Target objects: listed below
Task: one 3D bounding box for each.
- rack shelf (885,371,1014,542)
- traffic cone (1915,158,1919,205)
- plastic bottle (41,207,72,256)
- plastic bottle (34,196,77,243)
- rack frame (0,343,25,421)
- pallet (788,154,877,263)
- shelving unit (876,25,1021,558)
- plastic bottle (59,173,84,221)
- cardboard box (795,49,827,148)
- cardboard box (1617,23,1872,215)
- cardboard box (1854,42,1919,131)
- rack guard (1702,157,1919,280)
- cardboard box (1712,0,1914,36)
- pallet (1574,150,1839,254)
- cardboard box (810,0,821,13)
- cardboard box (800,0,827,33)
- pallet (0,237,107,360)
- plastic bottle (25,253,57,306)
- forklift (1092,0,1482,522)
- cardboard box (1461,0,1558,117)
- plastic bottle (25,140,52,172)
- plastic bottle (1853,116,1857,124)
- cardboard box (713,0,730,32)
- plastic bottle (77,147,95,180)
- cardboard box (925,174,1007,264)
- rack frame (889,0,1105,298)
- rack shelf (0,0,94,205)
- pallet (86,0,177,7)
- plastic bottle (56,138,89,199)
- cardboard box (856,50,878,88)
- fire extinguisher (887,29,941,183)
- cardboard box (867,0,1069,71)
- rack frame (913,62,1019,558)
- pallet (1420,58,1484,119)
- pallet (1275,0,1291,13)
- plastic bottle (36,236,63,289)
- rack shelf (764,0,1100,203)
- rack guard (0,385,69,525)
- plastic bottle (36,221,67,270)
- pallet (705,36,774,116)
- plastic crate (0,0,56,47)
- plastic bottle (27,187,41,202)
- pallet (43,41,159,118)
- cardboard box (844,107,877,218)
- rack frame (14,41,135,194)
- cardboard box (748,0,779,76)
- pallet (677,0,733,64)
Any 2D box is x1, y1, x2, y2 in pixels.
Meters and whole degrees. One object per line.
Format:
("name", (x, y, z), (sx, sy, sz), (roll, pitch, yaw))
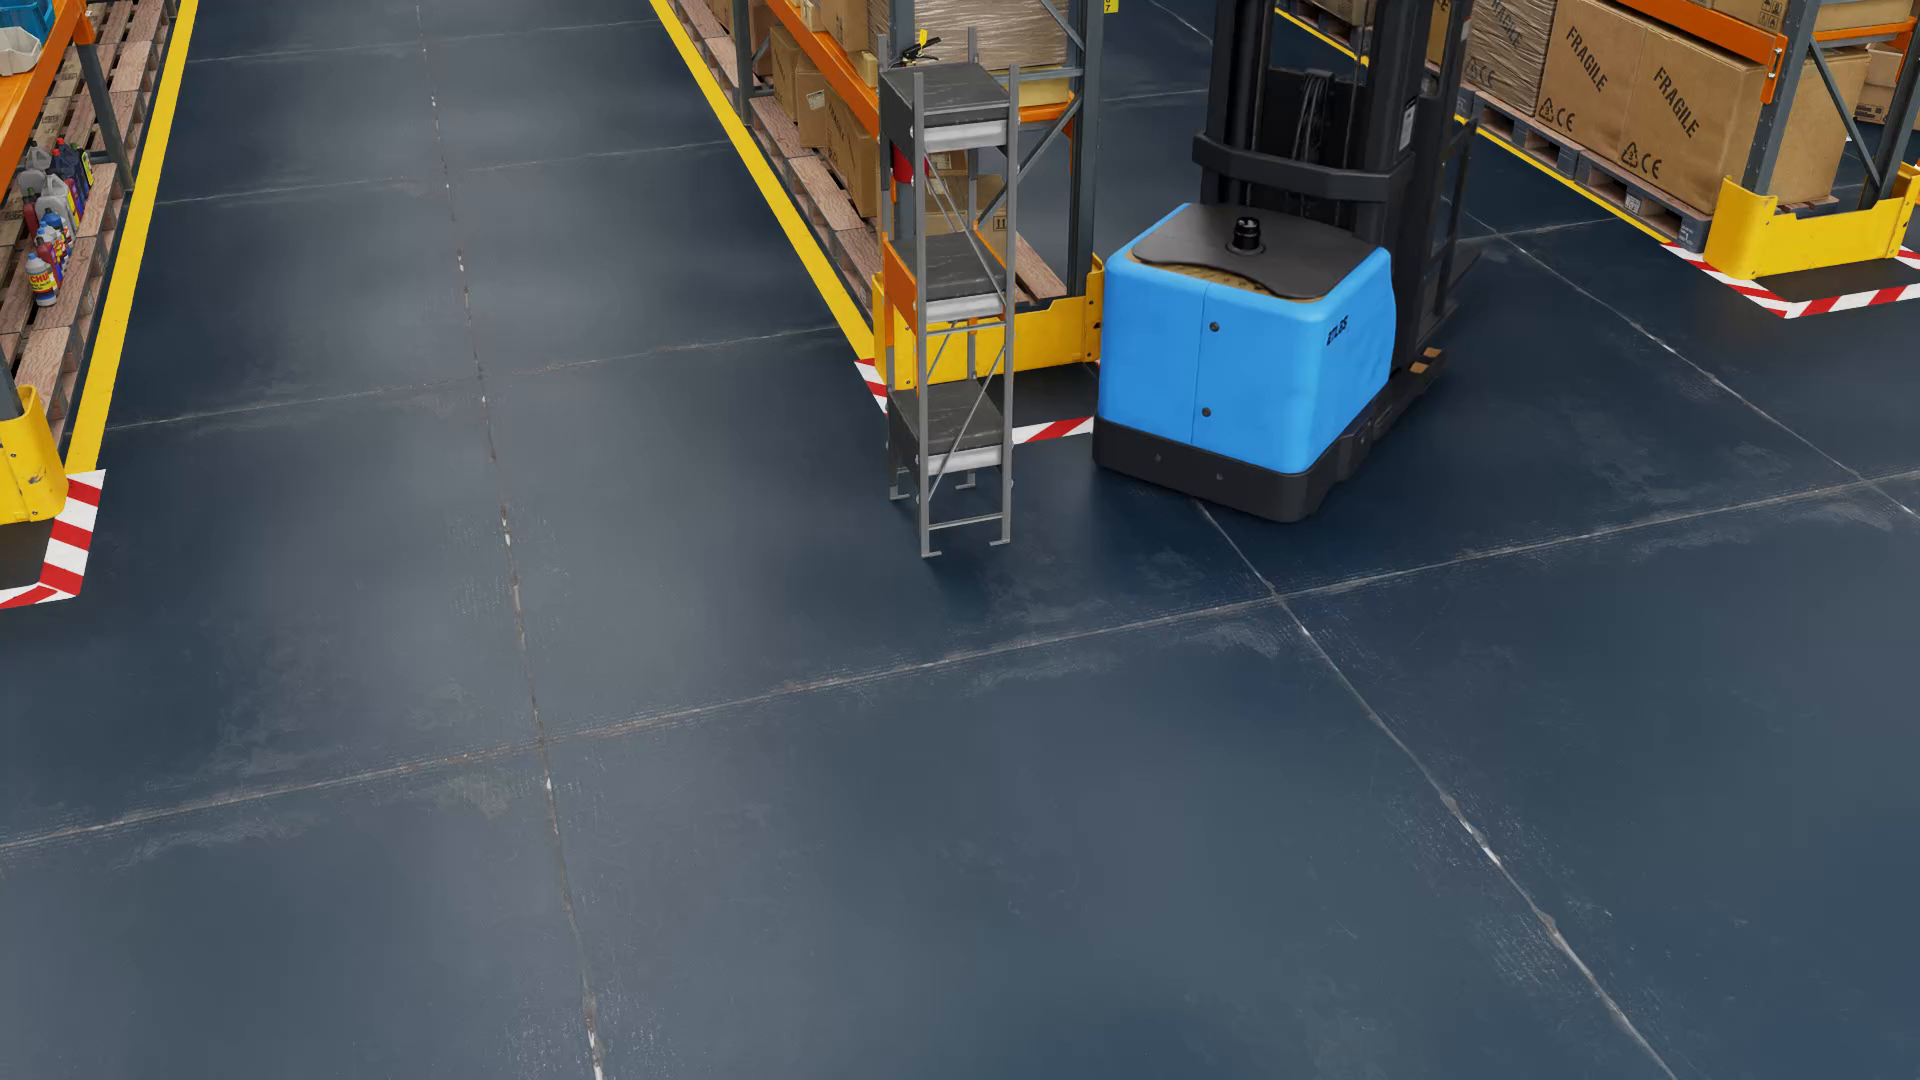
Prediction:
("rack shelf", (-0.050, -0.368, 7.196), (0.431, 0.518, 0.480), (-10, 35, -15))
("traffic cone", (6.119, -2.387, 10.443), (0.336, 0.463, 0.334), (-10, 35, -15))
("plastic bottle", (-4.996, -1.702, 9.181), (0.097, 0.271, 0.097), (0, 33, 0))
("plastic bottle", (-5.090, -1.815, 9.348), (0.152, 0.276, 0.135), (-9, 35, -14))
("rack frame", (-4.543, -1.314, 6.517), (1.000, 3.000, 0.127), (-10, 35, -15))
("pallet", (-0.432, -2.095, 10.229), (1.003, 0.211, 1.213), (-10, 35, -15))
("shelving unit", (-0.050, -0.963, 6.803), (0.431, 2.100, 0.503), (-10, 35, -15))
("plastic bottle", (-5.144, -1.995, 9.614), (0.061, 0.283, 0.133), (-8, 34, -12))
("cardboard box", (-0.781, -2.863, 10.748), (0.500, 0.500, 0.500), (0, 33, 1))
("cardboard box", (4.658, -2.561, 9.952), (0.875, 0.875, 0.875), (-10, 35, -14))
("cardboard box", (6.665, -3.268, 11.739), (0.637, 0.503, 0.797), (19, 38, 26))
("rack guard", (4.936, -1.872, 9.630), (1.175, 0.500, 0.348), (-10, 35, -15))
("cardboard box", (4.772, -3.178, 9.202), (0.875, 0.550, 0.550), (-10, 35, -15))
("pallet", (4.610, -2.171, 10.344), (1.003, 0.211, 1.213), (-10, 35, -15))
("cardboard box", (-0.346, -3.118, 8.887), (0.875, 0.500, 0.500), (-10, 35, -15))
("cardboard box", (-0.667, -2.927, 9.186), (0.380, 0.149, 0.250), (-10, 35, -15))
("pallet", (-5.222, -1.249, 8.949), (1.003, 0.211, 1.213), (-10, 35, -15))
("plastic bottle", (-4.799, -1.363, 8.668), (0.097, 0.271, 0.097), (0, 33, 0))
("forklift", (1.829, -2.075, 7.731), (1.130, 2.935, 3.031), (19, 38, 27))
("cardboard box", (4.112, -3.502, 11.375), (0.875, 0.875, 0.875), (-10, 35, -14))
("plastic bottle", (-5.430, -2.178, 9.830), (0.144, 0.351, 0.185), (-10, 35, -15))
("plastic bottle", (6.142, -2.978, 11.701), (0.133, 0.061, 0.283), (-23, 40, -31))
("cardboard box", (-1.512, -4.261, 12.845), (0.700, 0.500, 0.500), (-13, 36, -19))
("plastic bottle", (-5.356, -2.292, 10.137), (0.097, 0.201, 0.097), (0, 33, 0))
("cardboard box", (-0.001, -1.610, 8.852), (0.500, 0.500, 0.500), (-4, 34, -6))
("rack frame", (0.174, -2.147, 7.778), (1.000, 3.000, 0.127), (-10, 35, -15))
("rack shelf", (-5.153, -2.064, 8.305), (1.077, 0.370, 4.000), (-10, 35, -15))
("pallet", (-7.264, -4.758, 14.258), (1.003, 0.211, 1.213), (-10, 35, -15))
("plastic bottle", (-5.292, -2.203, 9.866), (0.144, 0.351, 0.185), (-11, 35, -16))
("cardboard box", (-0.311, -2.411, 8.405), (0.380, 0.149, 0.250), (-10, 35, -15))
("fire extinguisher", (-0.230, -1.977, 7.591), (0.296, 0.674, 0.183), (-10, 35, -15))
("cardboard box", (0.032, -2.606, 8.112), (0.875, 0.500, 0.500), (-10, 35, -15))
("rack frame", (0.024, -0.835, 6.609), (0.400, 2.100, 0.015), (-10, 35, -15))
("pallet", (3.865, -3.452, 12.283), (1.003, 0.211, 1.213), (-10, 35, -15))
("pallet", (3.025, -4.899, 14.472), (1.003, 0.211, 1.213), (-10, 35, -15))
("plastic bottle", (-4.851, -1.490, 8.849), (0.061, 0.283, 0.133), (-9, 35, -14))
("rack shelf", (-0.436, -2.897, 9.565), (1.077, 0.370, 4.000), (-10, 35, -15))
("rack guard", (-4.611, -0.303, 7.255), (1.175, 0.500, 0.348), (-10, 35, -15))
("plastic bottle", (-4.935, -1.596, 9.020), (0.097, 0.271, 0.097), (0, 33, 0))
("pallet", (-1.285, -3.492, 12.343), (1.003, 0.211, 1.213), (-10, 35, -15))
("plastic crate", (-5.167, -2.817, 8.926), (0.499, 0.251, 0.616), (-10, 35, -15))
("plastic bottle", (-5.225, -1.874, 9.429), (0.061, 0.283, 0.133), (-10, 35, -15))
("pallet", (-6.416, -3.298, 12.050), (1.003, 0.211, 1.213), (-10, 35, -15))
("cardboard box", (-0.389, -2.250, 9.820), (0.500, 0.500, 0.500), (-7, 34, -10))
("rack frame", (-5.763, -3.414, 9.696), (1.000, 3.000, 0.127), (-10, 35, -15))
("cardboard box", (-1.213, -3.714, 12.017), (0.700, 0.500, 0.500), (-13, 36, -18))
("pallet", (-1.661, -4.134, 13.314), (1.003, 0.211, 1.213), (-10, 35, -15))
